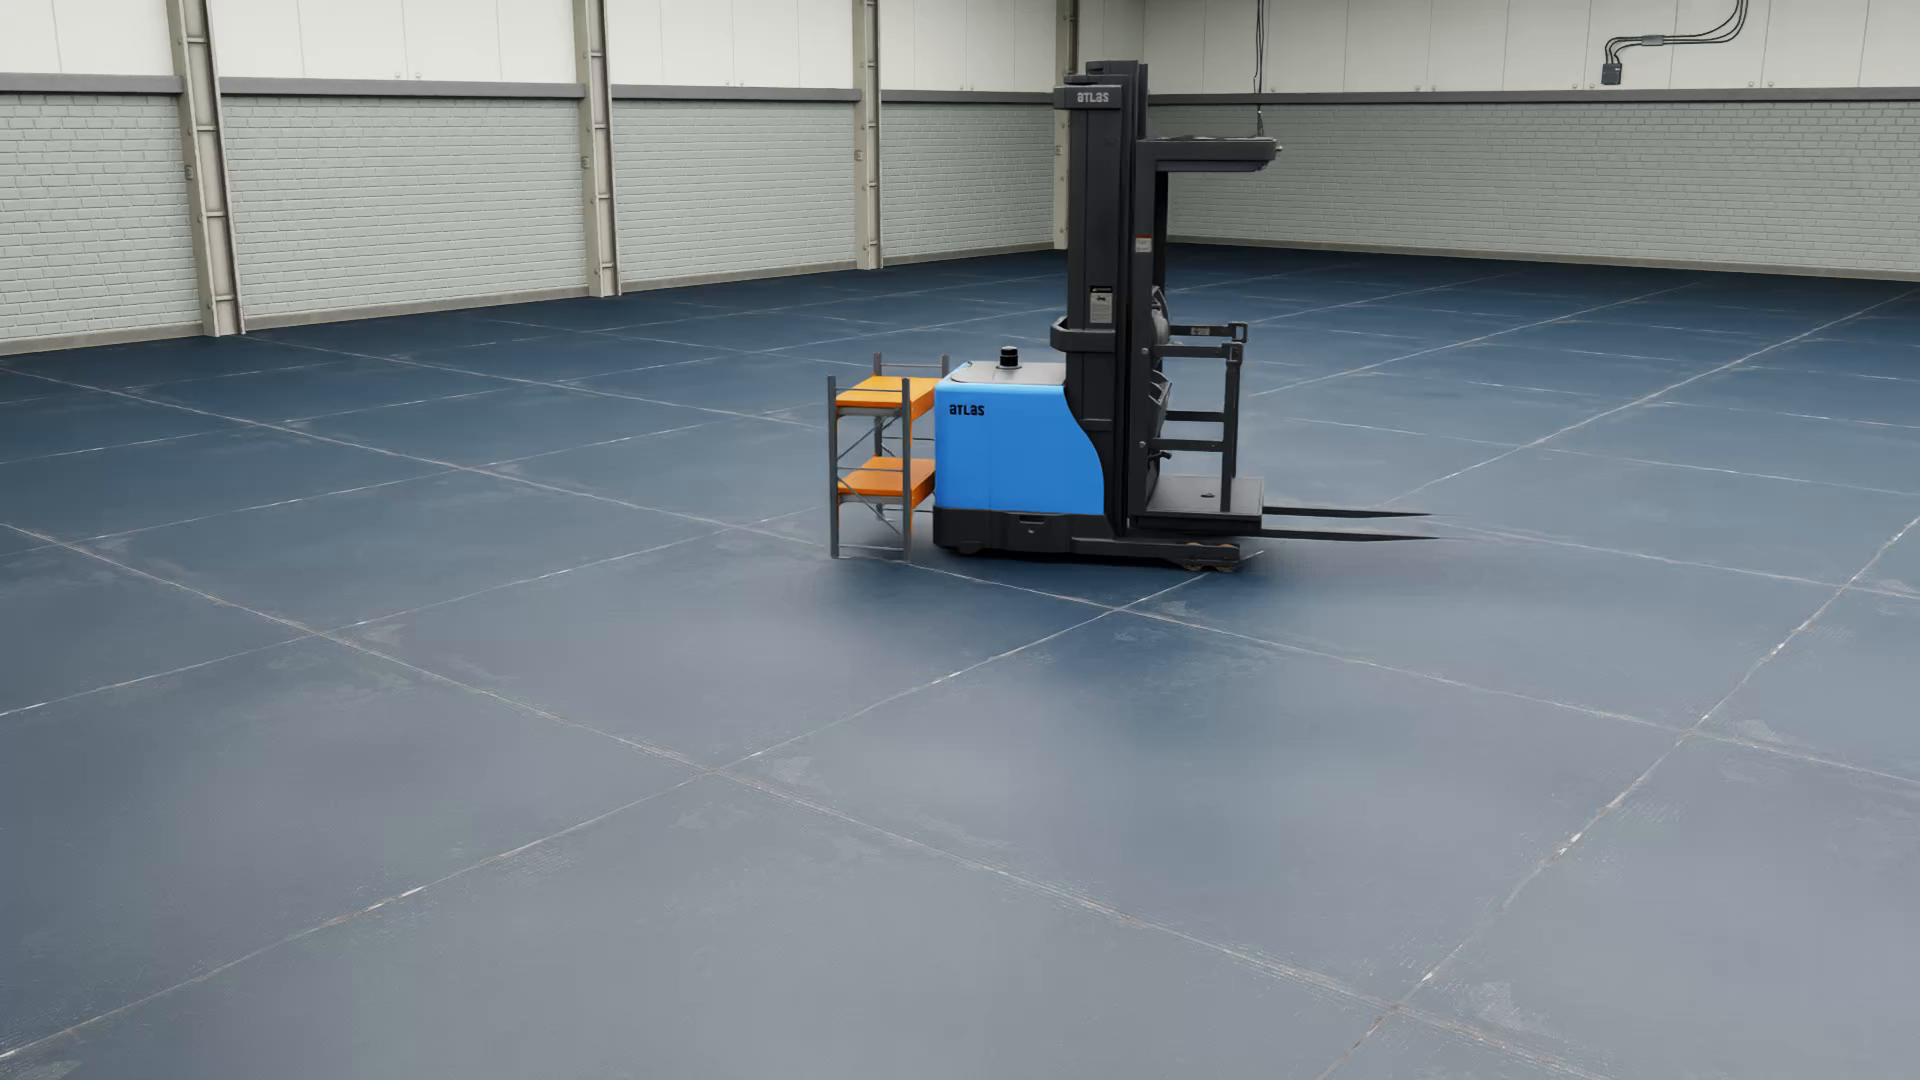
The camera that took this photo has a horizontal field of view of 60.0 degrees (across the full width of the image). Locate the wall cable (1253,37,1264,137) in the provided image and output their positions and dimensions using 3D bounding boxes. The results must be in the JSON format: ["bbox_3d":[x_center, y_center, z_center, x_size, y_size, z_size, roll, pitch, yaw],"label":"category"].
[{"bbox_3d":[5.031,-9.227,34.973,3.097,2.526,0.112,11,18,38],"label":"wall cable"}]

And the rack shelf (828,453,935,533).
[{"bbox_3d":[-0.430,-0.307,10.540,0.538,0.278,1.000,3,15,12],"label":"rack shelf"}]

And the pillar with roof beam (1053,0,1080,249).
[{"bbox_3d":[5.499,-9.706,30.553,9.100,9.000,0.400,11,18,38],"label":"pillar with roof beam"}]

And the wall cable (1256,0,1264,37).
[{"bbox_3d":[7.135,-11.256,32.703,3.097,2.526,0.112,11,18,38],"label":"wall cable"}]

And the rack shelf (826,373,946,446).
[{"bbox_3d":[-0.430,-0.828,10.408,0.538,0.278,1.000,3,15,12],"label":"rack shelf"}]

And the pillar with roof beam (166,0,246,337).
[{"bbox_3d":[-5.814,-6.259,16.983,9.100,9.000,0.400,11,18,38],"label":"pillar with roof beam"}]

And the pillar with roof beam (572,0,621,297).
[{"bbox_3d":[-2.043,-7.408,21.506,9.100,9.000,0.400,11,18,38],"label":"pillar with roof beam"}]

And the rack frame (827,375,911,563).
[{"bbox_3d":[-0.542,-0.422,10.000,0.500,1.125,0.032,3,15,12],"label":"rack frame"}]

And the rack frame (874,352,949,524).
[{"bbox_3d":[-0.318,-0.666,10.961,0.500,1.125,0.032,3,15,12],"label":"rack frame"}]

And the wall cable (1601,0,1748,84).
[{"bbox_3d":[12.405,-10.908,28.377,2.305,6.003,0.169,11,18,38],"label":"wall cable"}]

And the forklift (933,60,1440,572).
[{"bbox_3d":[1.401,-1.372,10.071,3.031,2.935,1.130,3,15,11],"label":"forklift"}]

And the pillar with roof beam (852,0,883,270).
[{"bbox_3d":[1.728,-8.557,26.029,9.100,9.000,0.400,11,18,38],"label":"pillar with roof beam"}]

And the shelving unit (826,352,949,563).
[{"bbox_3d":[-0.430,-0.544,10.480,0.538,1.125,1.048,3,15,12],"label":"shelving unit"}]
